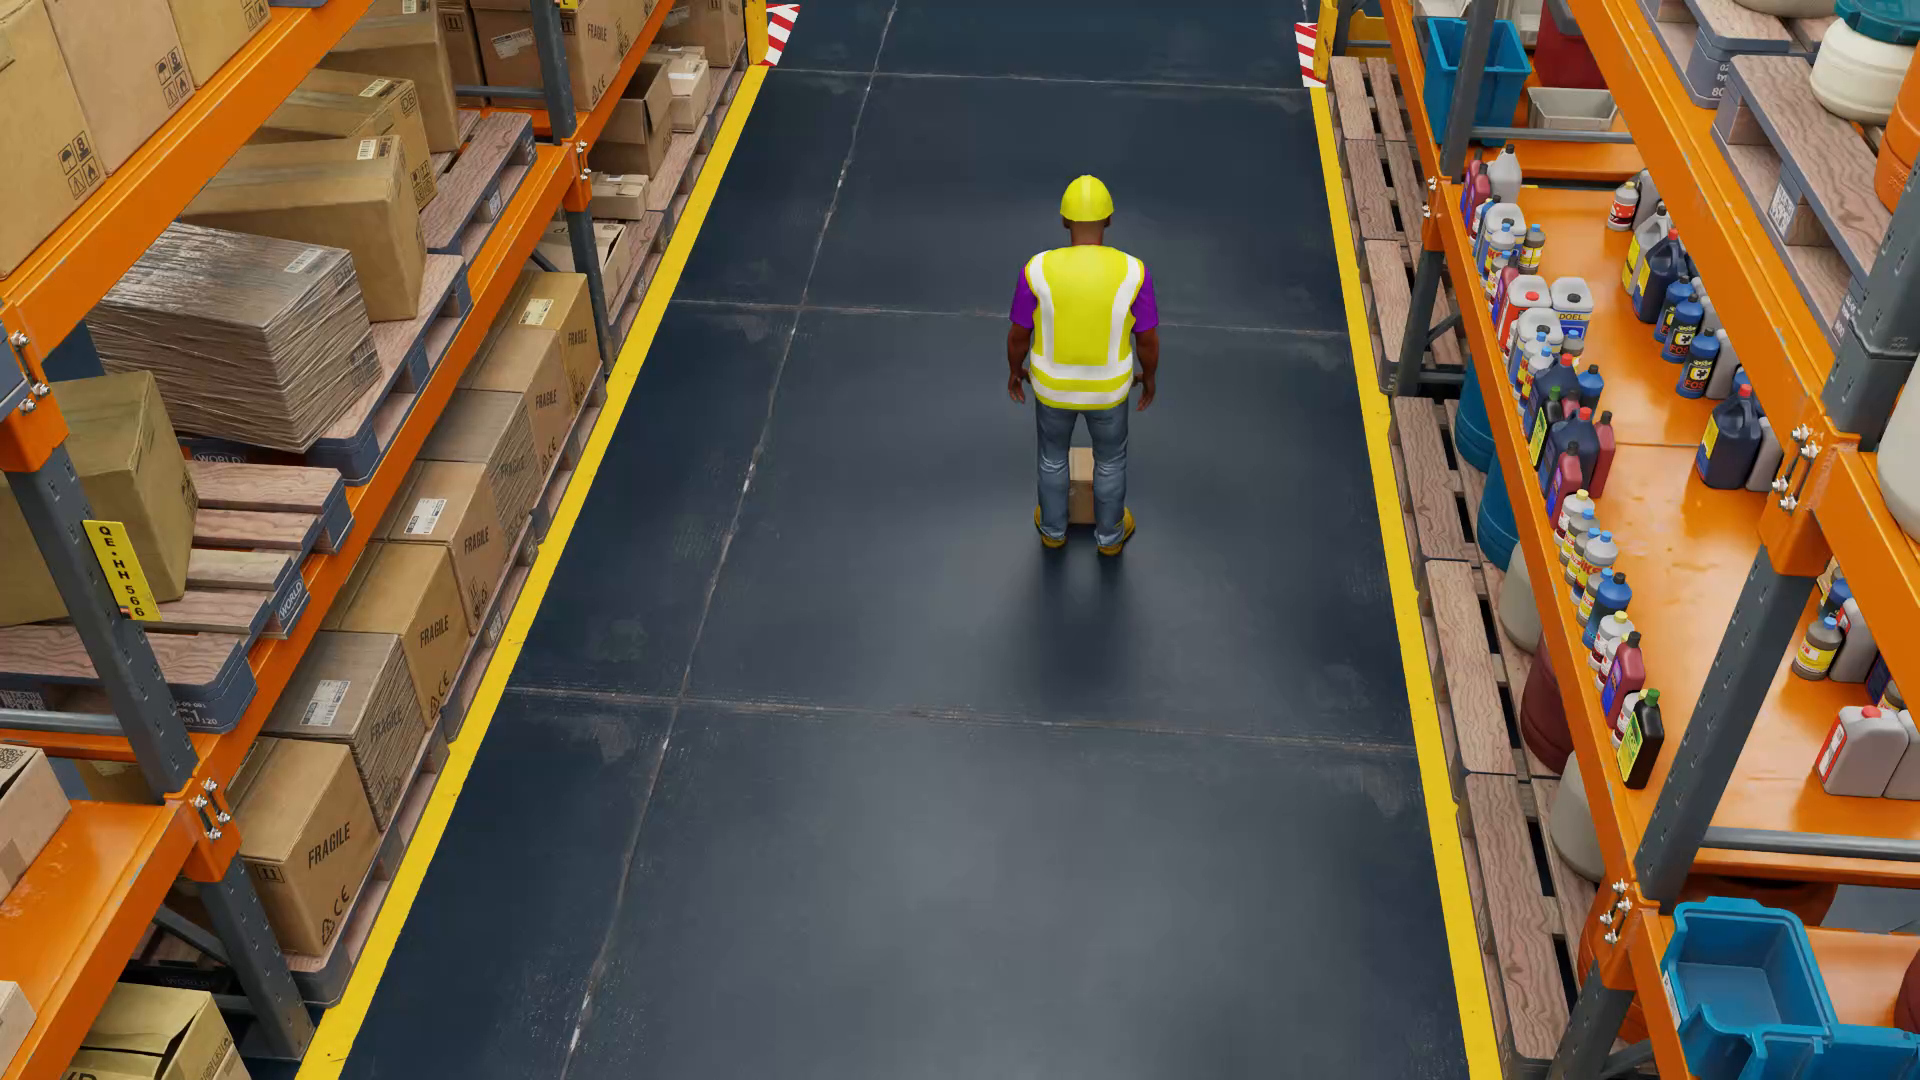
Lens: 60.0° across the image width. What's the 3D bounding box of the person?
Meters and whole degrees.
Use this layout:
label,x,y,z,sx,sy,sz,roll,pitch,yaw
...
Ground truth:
label,x,y,z,sx,sy,sz,roll,pitch,yaw
person,0.511,-0.685,6.962,0.627,1.761,0.456,3,40,4
